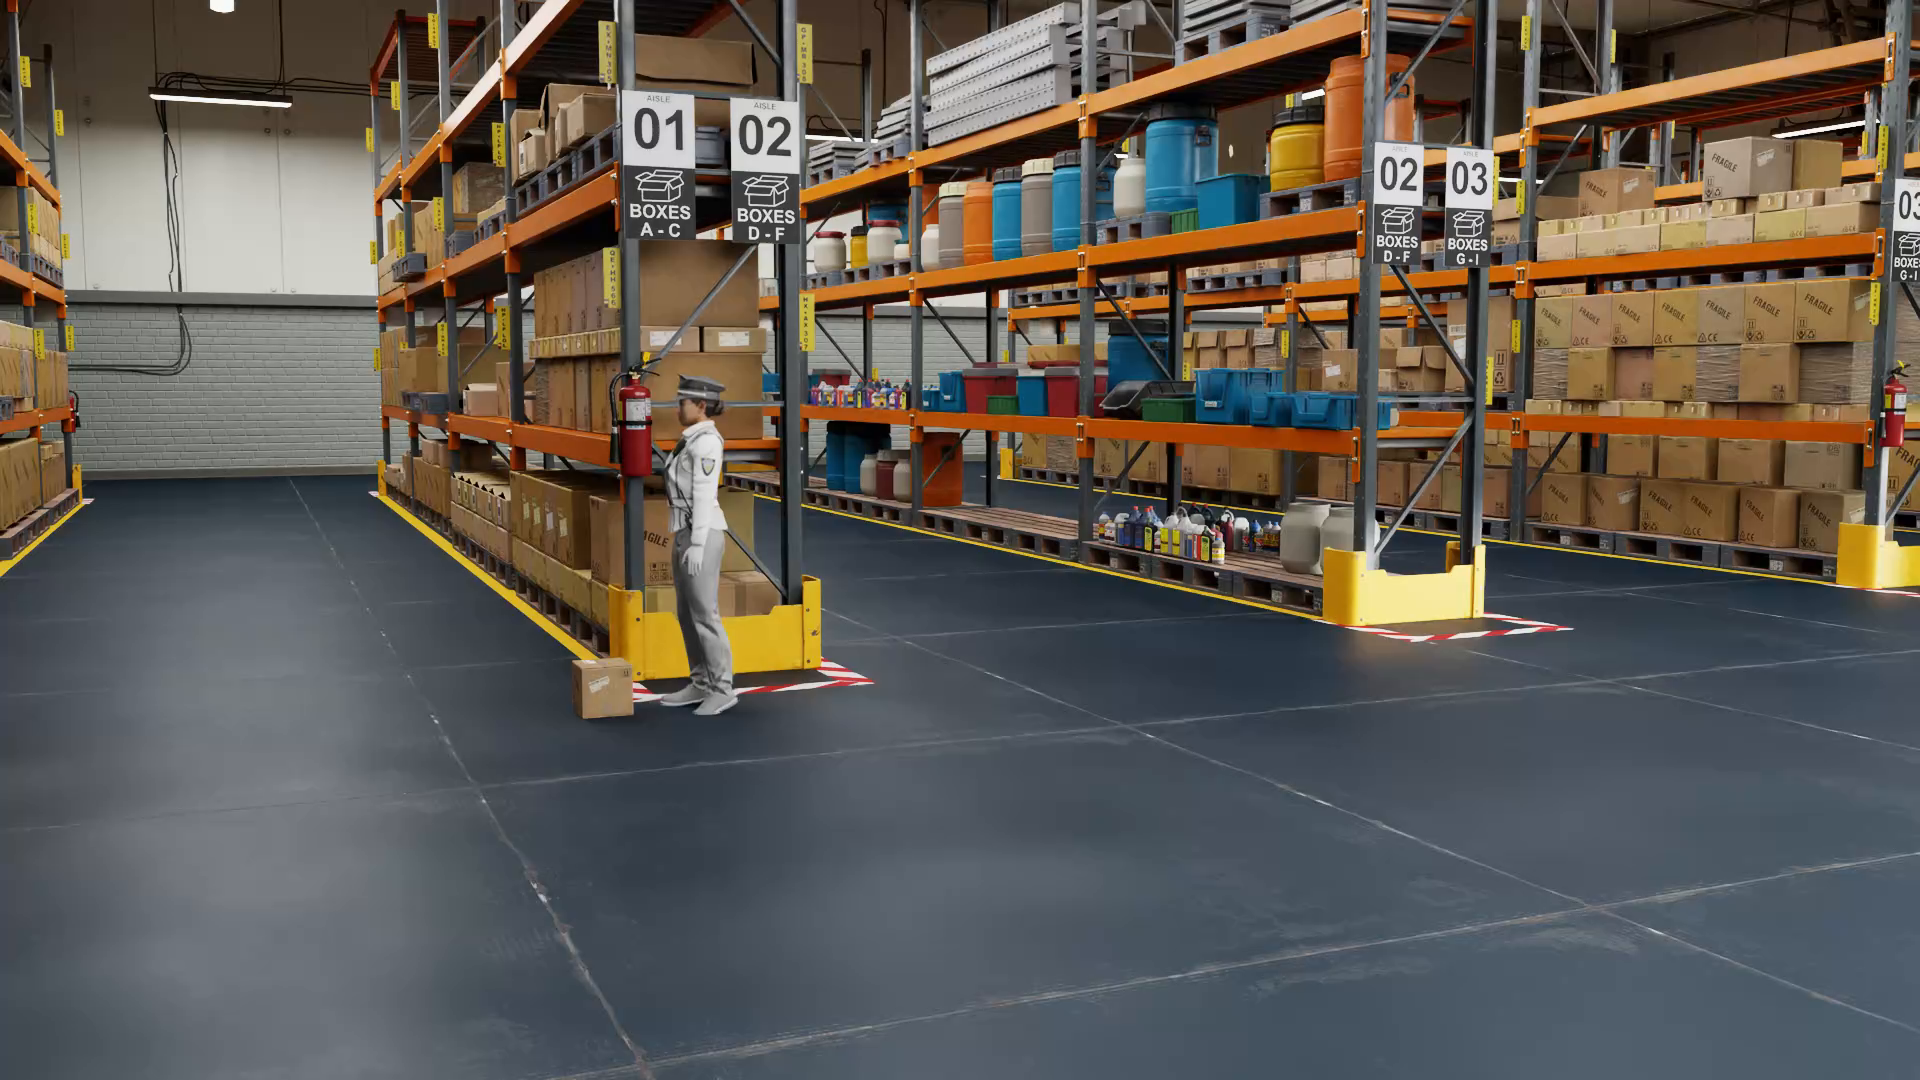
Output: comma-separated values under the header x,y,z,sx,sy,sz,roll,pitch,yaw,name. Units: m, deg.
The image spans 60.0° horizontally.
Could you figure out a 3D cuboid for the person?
x,y,z,sx,sy,sz,roll,pitch,yaw,name
-1.316,0.038,8.306,0.367,1.733,0.475,-1,6,-15,person
